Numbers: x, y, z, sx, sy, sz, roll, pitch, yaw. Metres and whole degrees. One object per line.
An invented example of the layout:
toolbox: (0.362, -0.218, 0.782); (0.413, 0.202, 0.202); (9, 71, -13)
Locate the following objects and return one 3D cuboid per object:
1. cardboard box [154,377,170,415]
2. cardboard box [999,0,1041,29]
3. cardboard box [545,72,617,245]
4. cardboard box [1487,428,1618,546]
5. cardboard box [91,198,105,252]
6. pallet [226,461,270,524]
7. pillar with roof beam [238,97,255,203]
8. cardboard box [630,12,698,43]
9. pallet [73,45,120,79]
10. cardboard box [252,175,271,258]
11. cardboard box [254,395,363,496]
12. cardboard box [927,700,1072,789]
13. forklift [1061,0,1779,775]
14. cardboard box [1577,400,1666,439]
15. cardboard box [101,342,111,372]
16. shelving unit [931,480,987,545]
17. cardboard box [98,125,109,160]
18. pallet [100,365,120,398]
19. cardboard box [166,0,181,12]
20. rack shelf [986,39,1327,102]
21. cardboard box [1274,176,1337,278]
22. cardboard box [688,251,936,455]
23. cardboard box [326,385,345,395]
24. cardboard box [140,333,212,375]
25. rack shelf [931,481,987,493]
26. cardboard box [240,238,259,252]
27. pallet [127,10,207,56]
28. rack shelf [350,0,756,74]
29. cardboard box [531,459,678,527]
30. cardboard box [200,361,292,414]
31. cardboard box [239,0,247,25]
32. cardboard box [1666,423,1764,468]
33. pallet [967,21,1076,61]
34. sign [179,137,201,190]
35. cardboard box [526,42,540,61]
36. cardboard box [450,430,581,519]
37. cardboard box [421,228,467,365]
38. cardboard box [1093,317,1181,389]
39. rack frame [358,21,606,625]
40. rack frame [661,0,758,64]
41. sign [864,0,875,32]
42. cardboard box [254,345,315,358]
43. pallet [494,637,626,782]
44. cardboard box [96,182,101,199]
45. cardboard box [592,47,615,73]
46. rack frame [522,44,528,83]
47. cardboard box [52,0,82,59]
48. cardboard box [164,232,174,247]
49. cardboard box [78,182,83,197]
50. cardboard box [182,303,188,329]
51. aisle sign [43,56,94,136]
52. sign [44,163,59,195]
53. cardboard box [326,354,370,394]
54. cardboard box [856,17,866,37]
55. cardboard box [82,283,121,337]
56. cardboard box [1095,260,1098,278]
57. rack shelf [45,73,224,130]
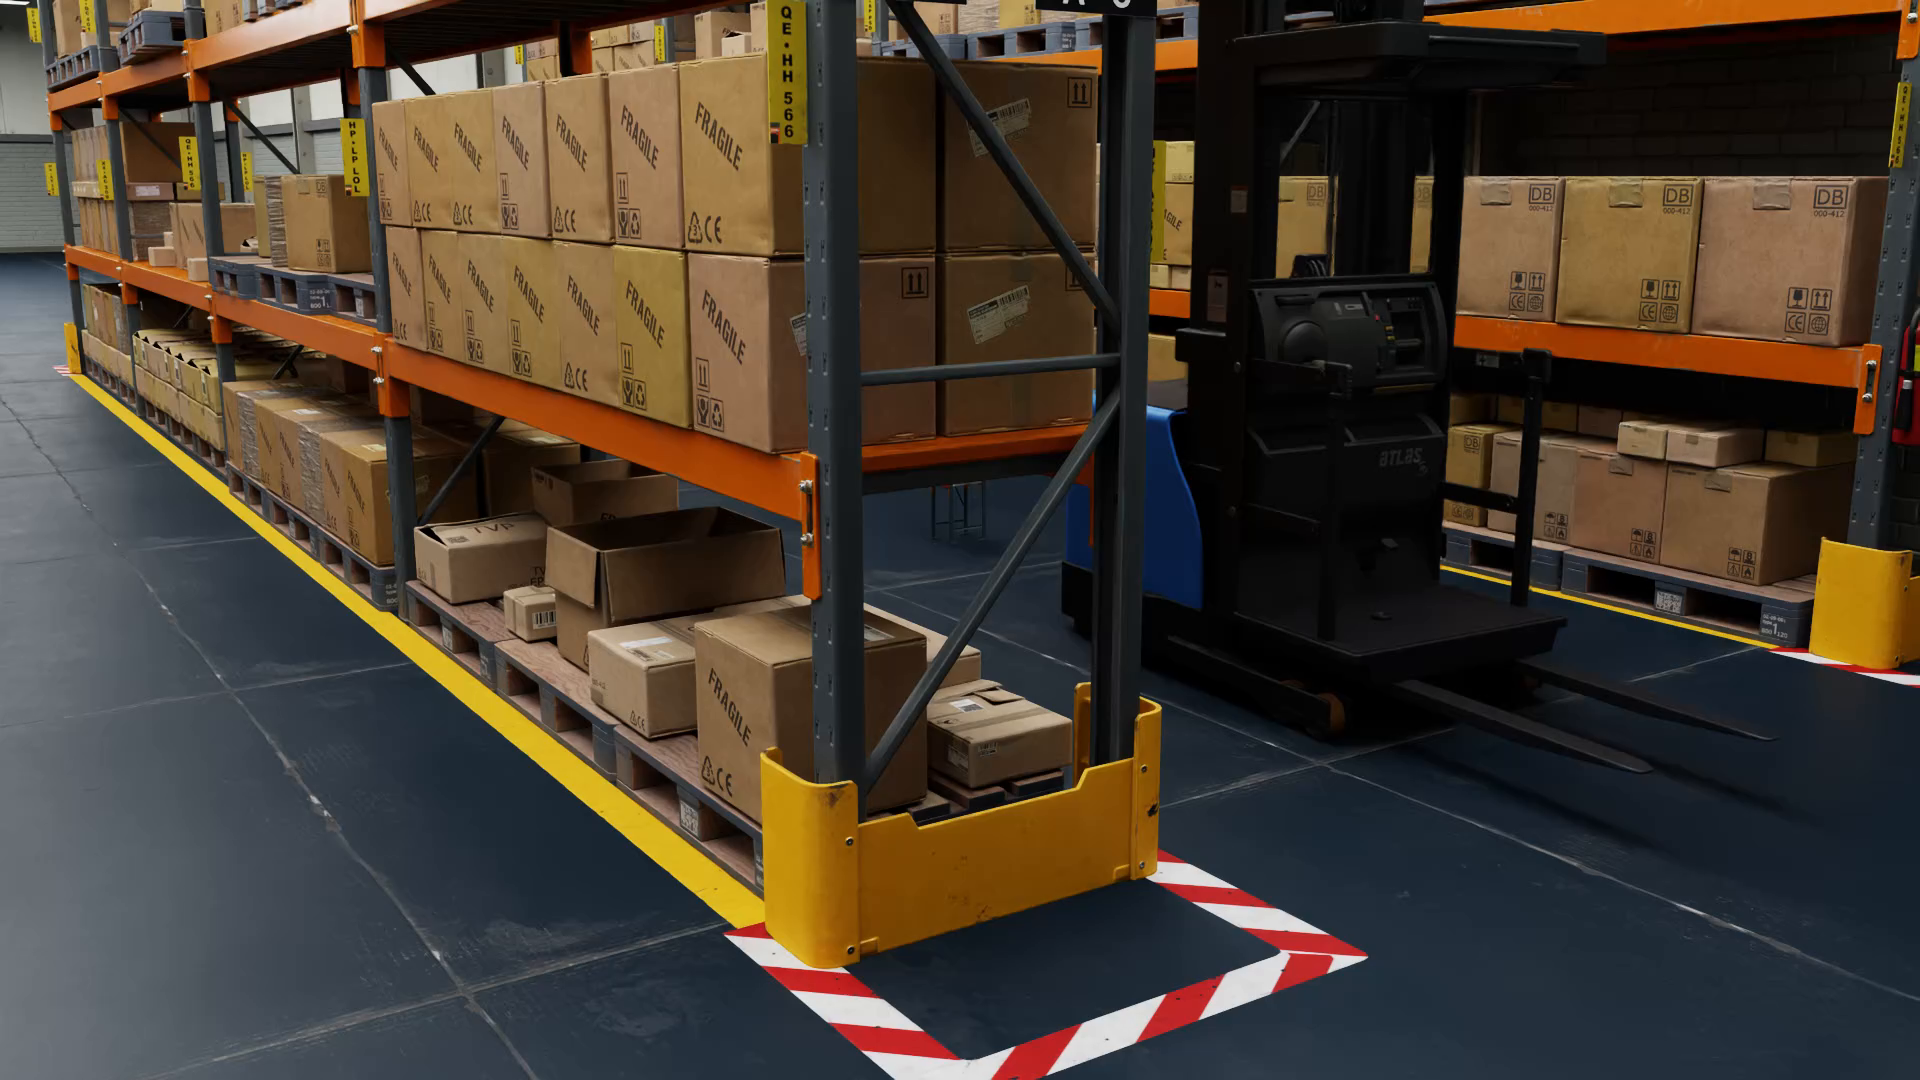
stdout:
cardboard box: (-5.992, -1.150, 13.051); (0.500, 0.250, 0.500); (-9, 15, -34)
cardboard box: (0.707, -3.909, 11.931); (0.700, 0.500, 0.500); (-7, 14, -30)
cardboard box: (-0.979, -1.203, 5.267); (0.500, 0.500, 0.500); (-8, 14, -31)
cardboard box: (3.163, -0.300, 8.579); (0.700, 0.500, 0.500); (-9, 15, -35)
cardboard box: (-7.983, -3.066, 16.125); (0.700, 0.500, 0.500); (-8, 15, -32)
pallet: (-3.982, -0.361, 10.518); (1.003, 0.211, 1.213); (-8, 15, -33)
pillar with roof beam: (-20.448, -10.538, 36.484); (9.100, 9.000, 0.400); (-8, 15, -33)
cardboard box: (-2.962, -5.228, 16.606); (0.500, 0.500, 0.500); (-10, 16, -38)
pallet: (-7.074, -4.143, 14.470); (1.003, 0.211, 1.213); (-8, 15, -33)
cardboard box: (-3.921, -2.016, 10.341); (0.500, 0.500, 0.700); (9, 15, 36)
cardboard box: (-3.781, -0.557, 9.710); (0.500, 0.500, 0.500); (-8, 15, -34)
cardboard box: (0.122, 0.625, 5.126); (0.380, 0.149, 0.250); (-8, 15, -33)
forklift: (1.623, -0.820, 6.252); (1.130, 2.935, 3.031); (-7, 14, -29)
cardboard box: (3.394, -0.619, 8.522); (0.380, 0.149, 0.250); (-8, 15, -32)
cardboard box: (-7.855, -1.756, 15.825); (0.500, 0.250, 0.500); (-8, 15, -33)
shelving unit: (-0.008, -0.589, 9.245); (0.258, 1.200, 0.189); (-8, 15, -33)
cardboard box: (-7.389, -3.511, 15.127); (0.700, 0.500, 0.500); (-8, 15, -33)
pallet: (-7.666, -1.573, 16.061); (1.003, 0.211, 1.213); (-8, 15, -33)
cardboard box: (-5.275, -3.726, 11.725); (0.500, 0.250, 0.500); (-8, 15, -34)
rack shelf: (0.866, -3.206, 11.662); (1.077, 0.370, 4.000); (-8, 15, -33)
cardboard box: (2.261, -1.784, 9.797); (0.980, 0.700, 0.700); (-8, 15, -32)
cardboard box: (-0.406, -0.534, 4.548); (0.500, 0.500, 0.500); (-8, 14, -31)
cardboard box: (-3.650, -0.716, 10.434); (0.500, 0.500, 0.500); (-7, 14, -31)
cardboard box: (-6.286, -1.515, 13.409); (0.500, 0.311, 0.500); (-8, 15, -33)
rack shelf: (-0.008, -0.311, 9.306); (0.258, 0.103, 0.180); (-8, 15, -33)
cardboard box: (-4.529, -1.887, 11.177); (0.500, 0.311, 0.500); (-7, 14, -29)
pallet: (-4.814, -3.344, 11.051); (1.213, 0.211, 1.003); (-7, 14, -30)
rack shelf: (-1.040, -1.907, 5.725); (1.077, 0.370, 4.000); (-8, 15, -33)
cardboard box: (-1.596, -0.075, 7.505); (0.500, 0.500, 0.500); (-8, 15, -33)
cardboard box: (-4.859, -1.060, 11.329); (0.500, 0.311, 0.500); (-8, 14, -31)
cardboard box: (-3.524, -3.118, 9.342); (0.910, 0.500, 0.500); (-8, 15, -33)
cardboard box: (3.496, -0.439, 7.700); (0.380, 0.149, 0.250); (-8, 15, -33)
pallet: (0.781, -3.514, 11.829); (1.003, 0.211, 1.213); (-7, 14, -30)
sign: (-4.824, -2.360, 10.421); (0.100, 0.325, 0.005); (-8, 15, -33)
cardboard box: (-4.663, -5.785, 19.153); (0.500, 0.500, 0.500); (-9, 15, -37)
cardboard box: (-2.213, -0.258, 8.340); (0.500, 0.500, 0.500); (-9, 15, -35)
cardboard box: (-1.806, -0.984, 6.607); (0.500, 0.500, 0.500); (-8, 15, -32)
cardboard box: (1.011, -1.149, 11.643); (0.750, 0.750, 0.750); (-8, 14, -31)
rack frame: (-2.148, -1.149, 7.595); (1.000, 3.000, 0.127); (-8, 15, -33)
rack frame: (-2.458, -6.090, 16.144); (1.000, 3.000, 0.127); (-8, 15, -33)
sign: (-0.695, -4.101, 12.864); (0.100, 0.325, 0.005); (-8, 15, -33)
cardboard box: (-4.988, -1.308, 12.460); (0.500, 0.311, 0.500); (-9, 15, -34)
pallet: (-1.088, 0.553, 6.340); (1.003, 0.211, 1.213); (-8, 15, -33)
cardboard box: (-7.761, -3.233, 15.374); (0.380, 0.149, 0.250); (-8, 14, -31)
cardboard box: (-3.552, -4.929, 17.577); (0.500, 0.500, 0.500); (-9, 15, -35)
rack frame: (-4.675, -6.801, 19.397); (1.000, 3.000, 0.127); (-8, 15, -33)
cardboard box: (-8.104, -4.743, 15.464); (0.500, 0.500, 0.500); (-8, 15, -33)
cardboard box: (-6.271, -2.416, 13.740); (0.500, 0.250, 0.500); (-7, 14, -29)
cardboard box: (-8.473, -3.462, 16.421); (0.380, 0.149, 0.250); (-8, 15, -33)
cardboard box: (-6.860, -2.008, 15.219); (0.500, 0.500, 0.500); (-8, 15, -33)
aisle sign: (-9.088, -4.529, 16.964); (0.394, 0.787, 0.004); (-8, 15, -33)
sign: (-9.262, -3.680, 16.957); (0.100, 0.325, 0.005); (-8, 15, -33)
cardboard box: (-3.616, -1.072, 10.311); (0.500, 0.250, 0.500); (-7, 14, -31)
cardboard box: (-0.883, -4.215, 14.303); (0.797, 0.503, 0.637); (-6, 14, -25)
cardboard box: (-8.406, -2.301, 16.561); (0.500, 0.500, 0.500); (-8, 15, -33)
cardboard box: (1.090, -1.783, 11.036); (0.380, 0.149, 0.250); (-8, 15, -33)
rack shelf: (-7.688, -4.041, 15.484); (1.077, 0.370, 4.000); (-8, 15, -33)
